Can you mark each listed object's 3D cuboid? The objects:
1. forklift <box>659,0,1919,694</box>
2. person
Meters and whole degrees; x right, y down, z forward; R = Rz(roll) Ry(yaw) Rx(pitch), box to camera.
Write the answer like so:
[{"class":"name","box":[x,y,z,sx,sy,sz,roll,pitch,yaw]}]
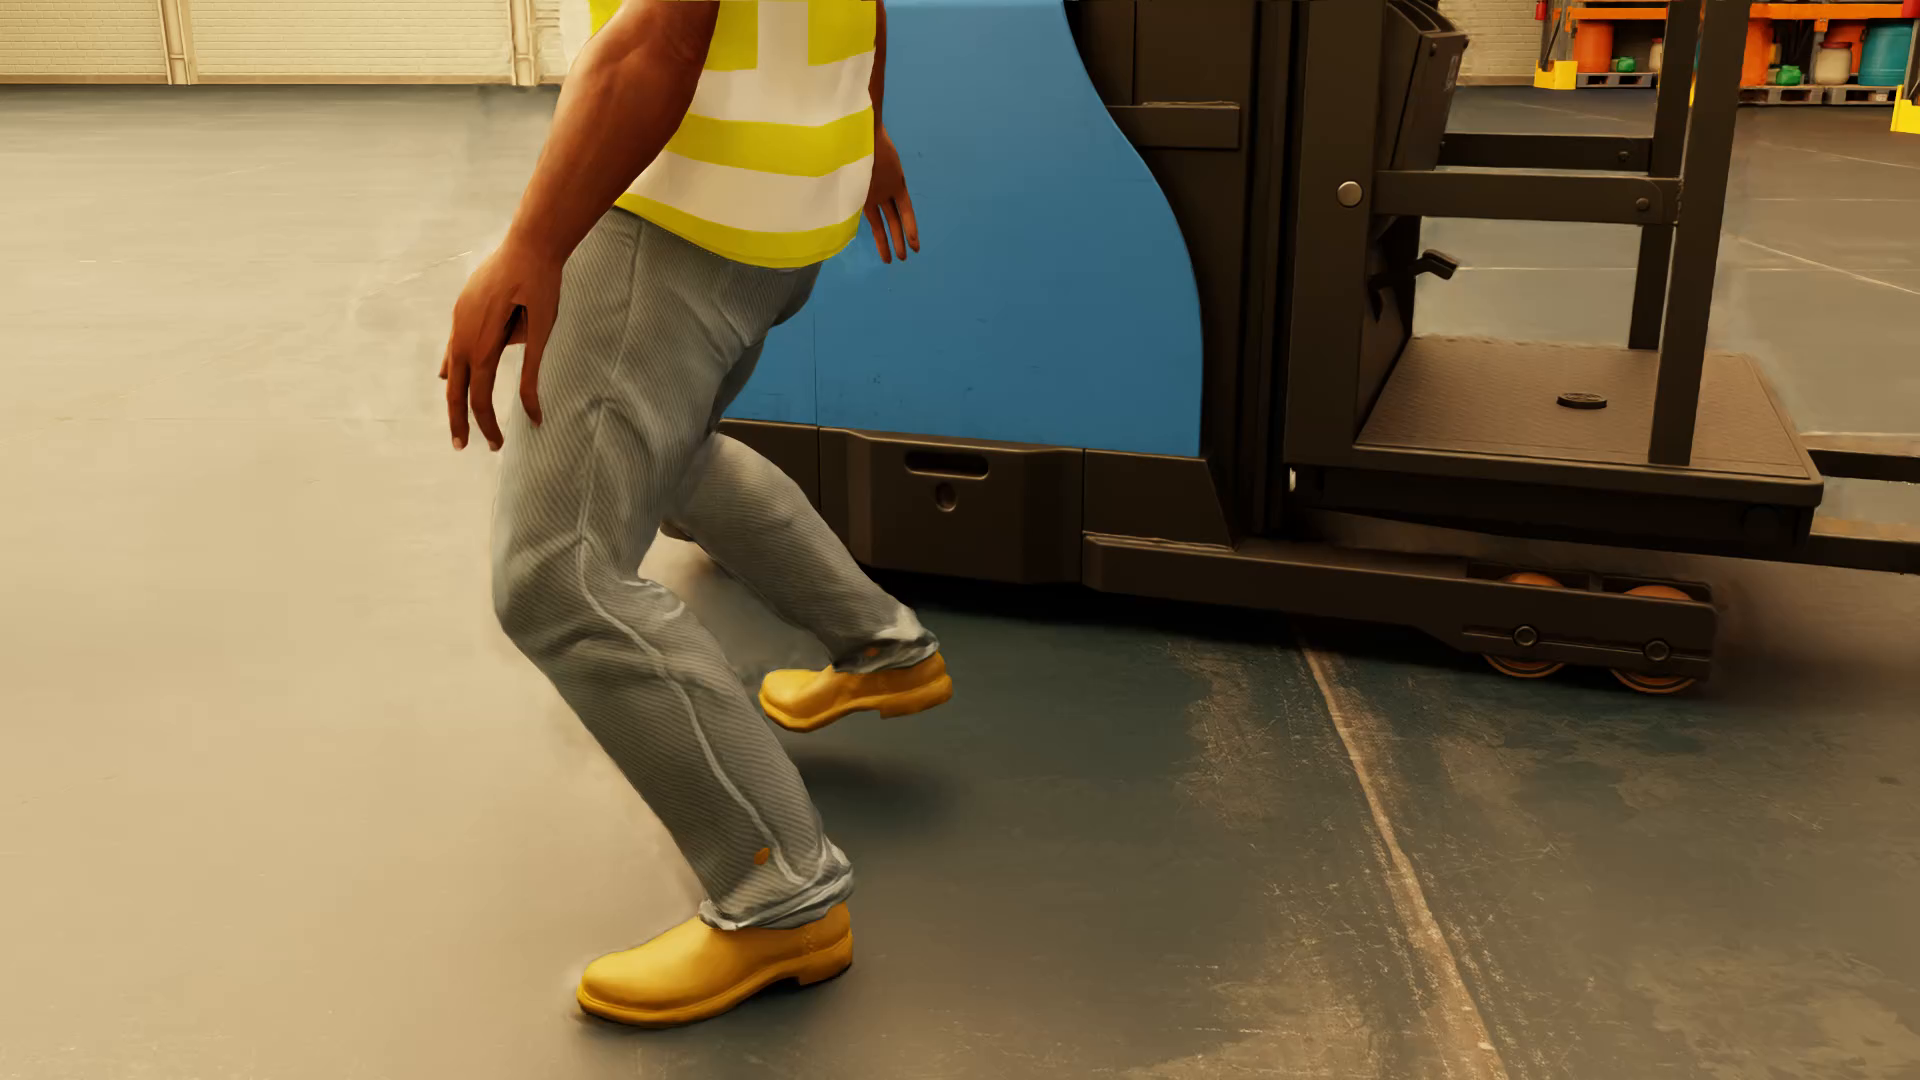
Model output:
[{"class":"forklift","box":[0.993,-1.337,2.735,3.031,2.935,1.130,6,18,18]},{"class":"person","box":[-0.296,-0.406,1.880,0.488,1.672,0.954,4,18,12]}]
